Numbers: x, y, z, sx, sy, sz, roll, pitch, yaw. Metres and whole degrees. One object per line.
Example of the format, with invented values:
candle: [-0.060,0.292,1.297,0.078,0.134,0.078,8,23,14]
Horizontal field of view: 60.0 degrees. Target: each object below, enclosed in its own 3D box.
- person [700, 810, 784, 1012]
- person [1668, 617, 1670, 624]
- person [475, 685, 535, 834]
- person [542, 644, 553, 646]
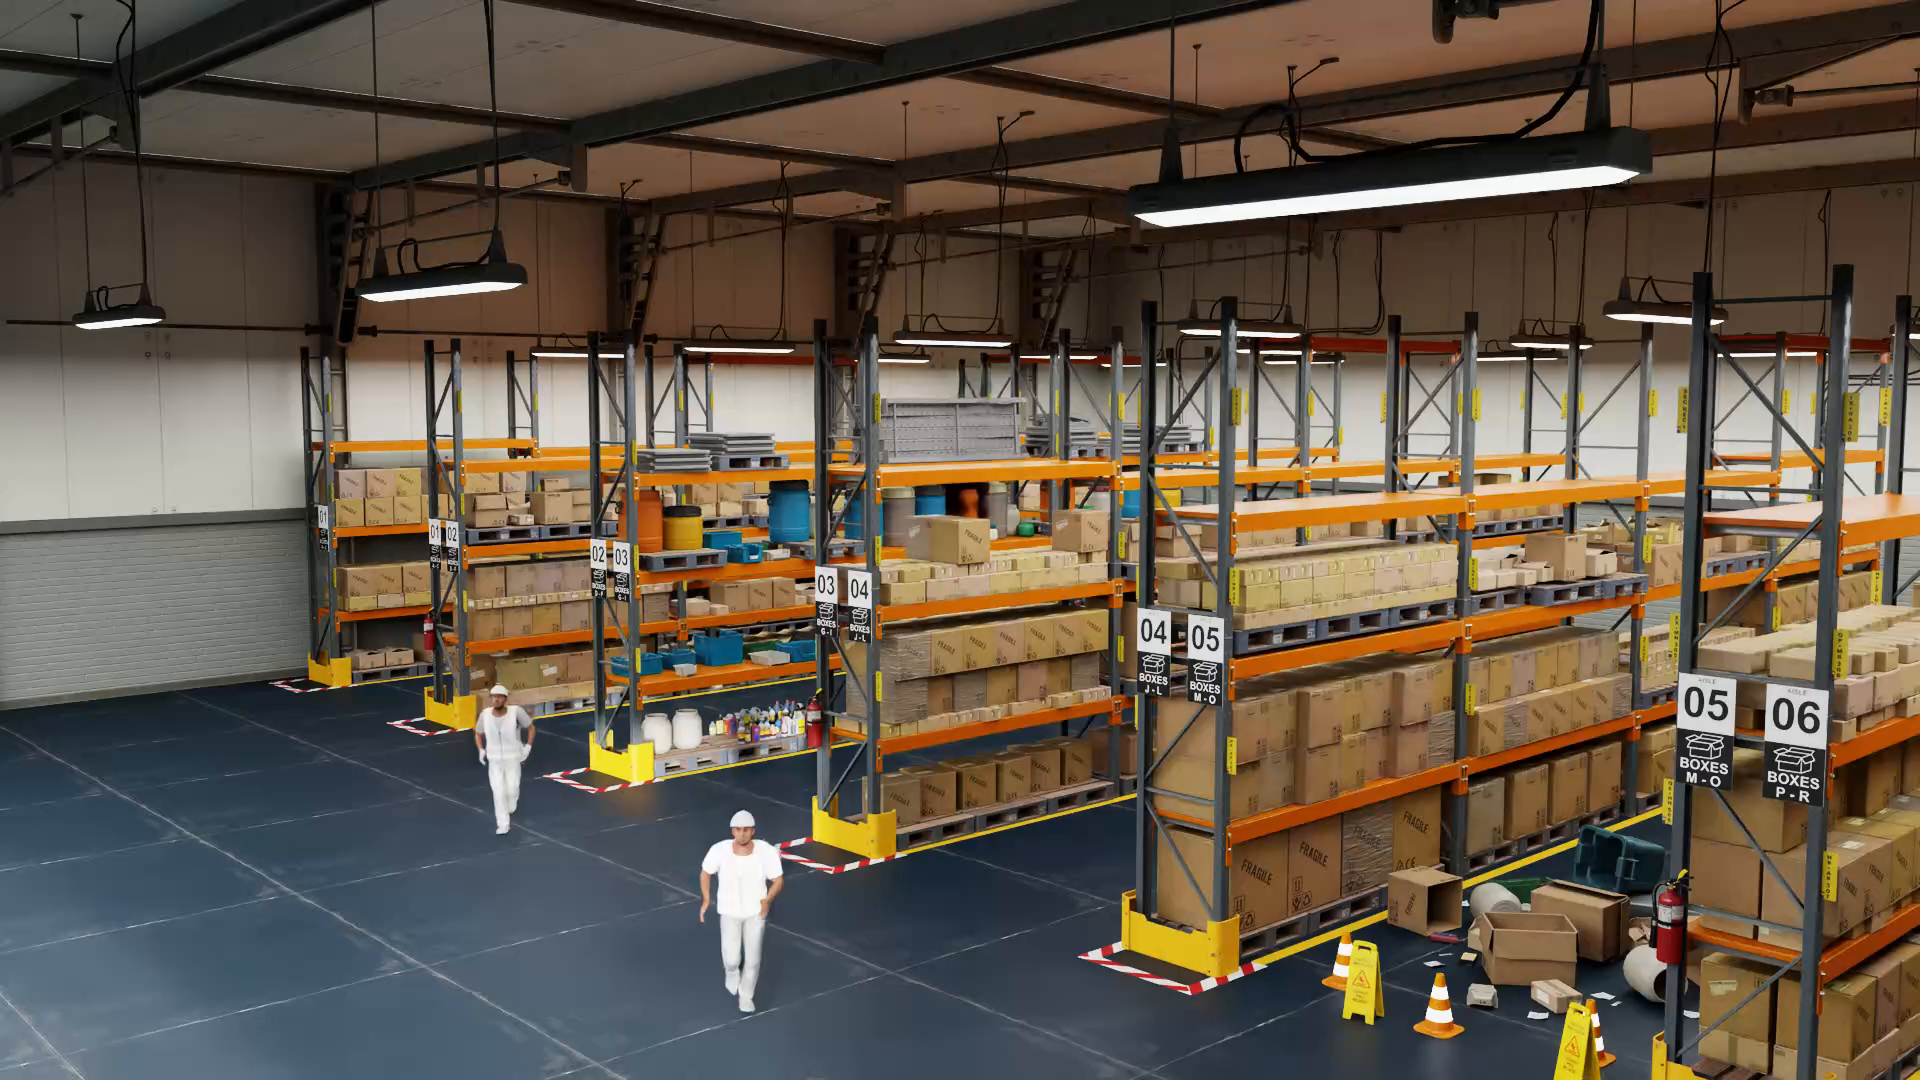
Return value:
person: [-1.816,3.095,13.850,0.696,1.712,0.620,-1,5,-6]
person: [11.199,2.024,26.035,0.852,1.707,0.587,-4,6,-37]
person: [-5.382,2.568,19.686,0.691,1.757,0.666,-1,5,-6]
person: [-7.162,1.718,29.068,0.968,1.747,0.710,-5,7,-43]
